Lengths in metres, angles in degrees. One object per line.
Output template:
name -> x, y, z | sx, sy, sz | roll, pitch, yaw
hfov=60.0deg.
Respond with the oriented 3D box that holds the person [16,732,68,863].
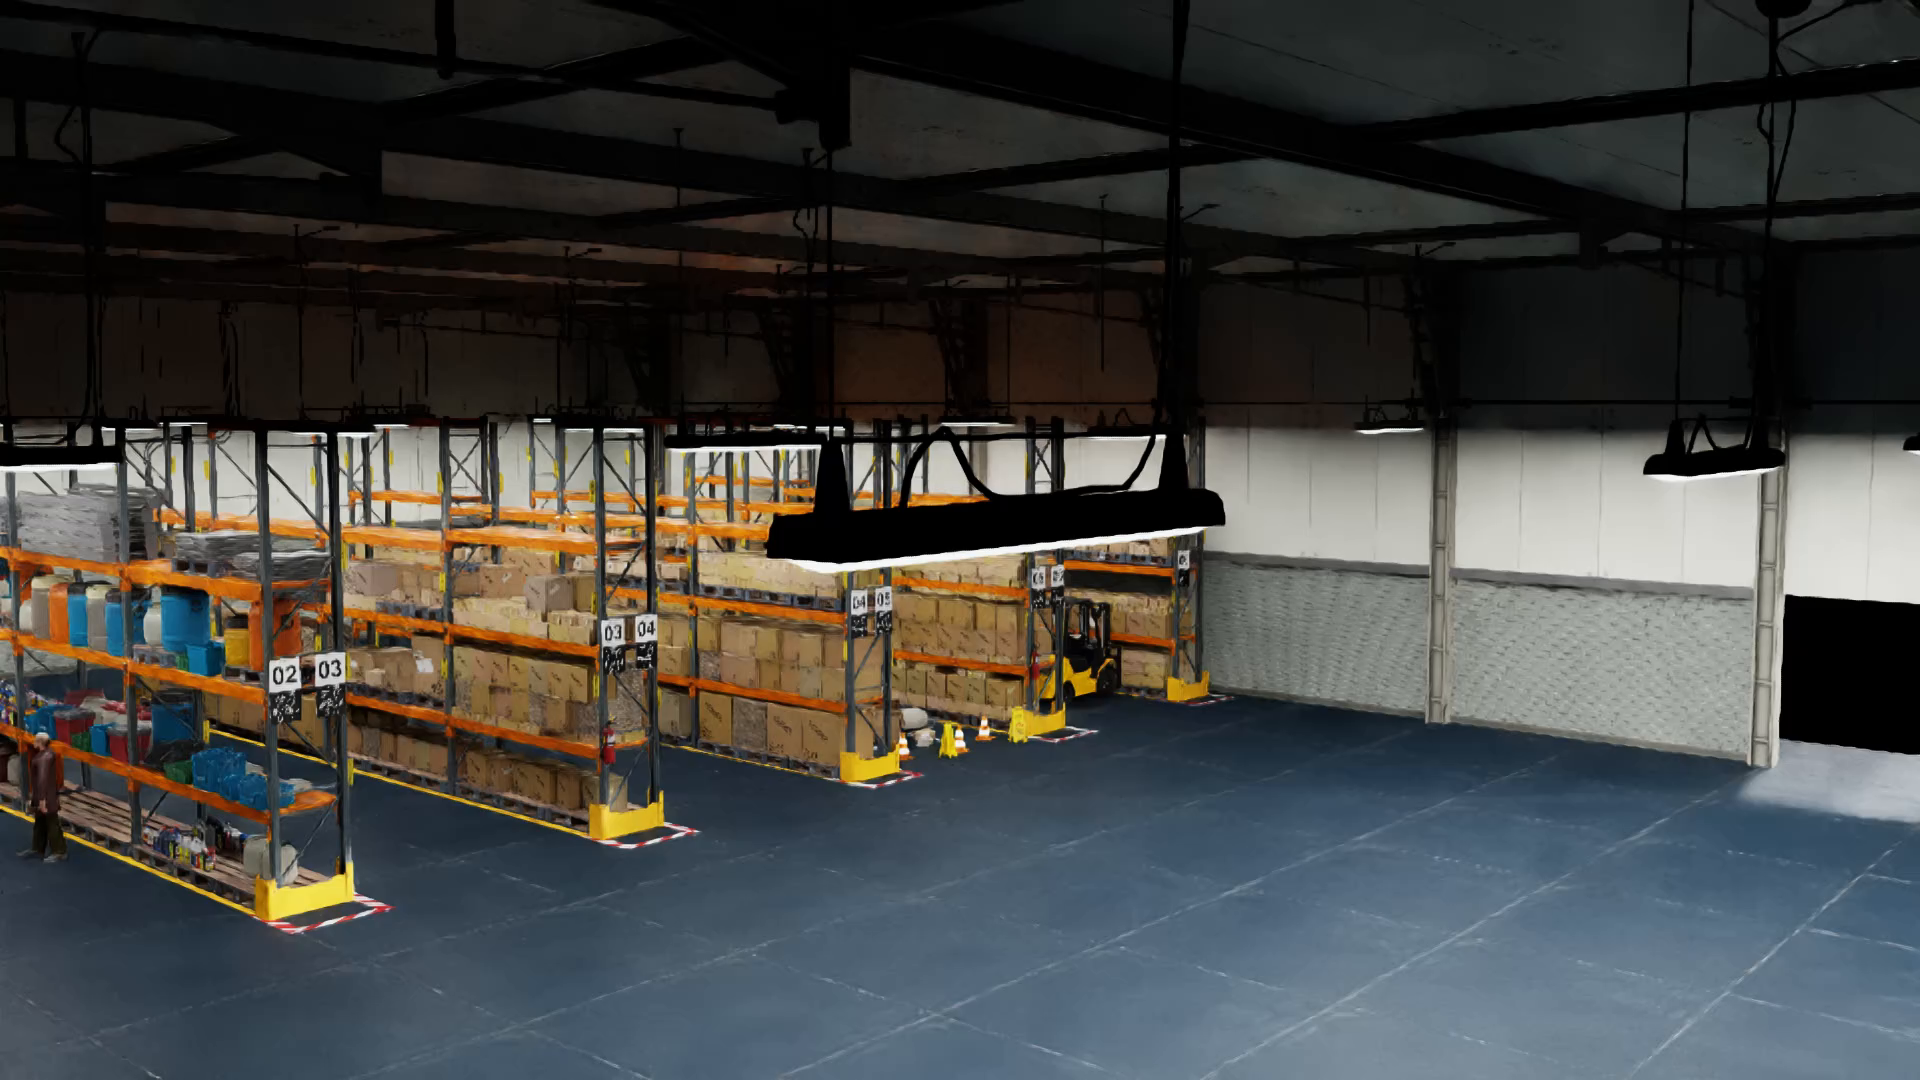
person -> -12.695, 3.524, 22.932 | 0.672, 1.771, 0.775 | -2, 5, -22
